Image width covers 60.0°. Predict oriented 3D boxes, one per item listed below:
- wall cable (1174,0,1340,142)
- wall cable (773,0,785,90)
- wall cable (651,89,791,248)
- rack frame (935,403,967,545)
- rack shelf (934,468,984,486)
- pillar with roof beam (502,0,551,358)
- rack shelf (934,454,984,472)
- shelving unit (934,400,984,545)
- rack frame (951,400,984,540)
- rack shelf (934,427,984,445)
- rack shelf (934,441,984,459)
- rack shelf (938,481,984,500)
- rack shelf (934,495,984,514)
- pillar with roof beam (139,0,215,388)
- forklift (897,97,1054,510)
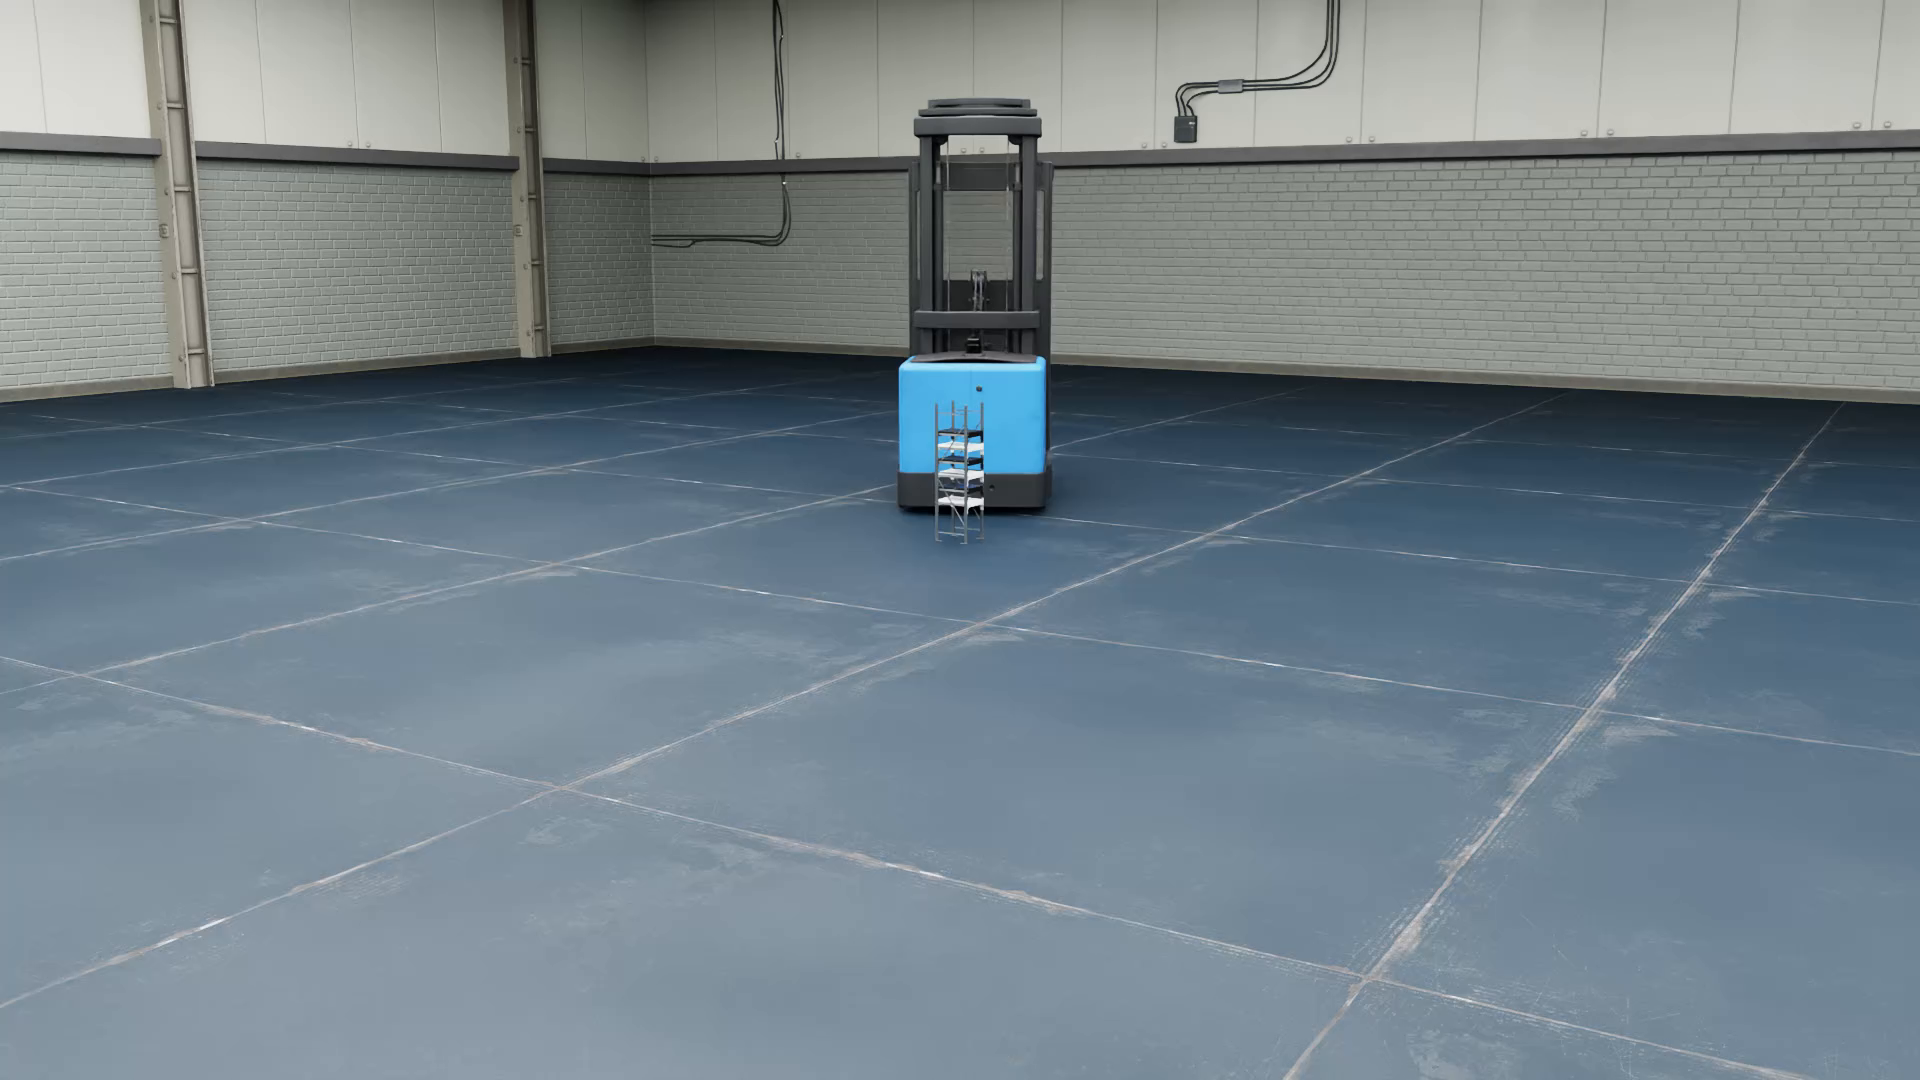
[{"bbox_3d":[4.009,-8.442,22.267,2.305,6.003,0.169,6,12,31],"label":"wall cable"},{"bbox_3d":[-1.784,-8.378,25.879,3.097,2.526,0.112,6,12,31],"label":"wall cable"},{"bbox_3d":[-4.096,-6.154,27.724,3.097,2.526,0.112,6,12,31],"label":"wall cable"},{"bbox_3d":[-0.057,-0.425,10.694,0.240,0.900,0.006,6,12,31],"label":"rack frame"},{"bbox_3d":[-0.004,-0.408,10.785,0.258,0.077,0.200,6,12,31],"label":"rack shelf"},{"bbox_3d":[-3.076,-6.932,23.441,9.100,9.000,0.400,6,12,31],"label":"pillar with roof beam"},{"bbox_3d":[-0.004,-0.497,10.769,0.258,0.077,0.200,6,12,31],"label":"rack shelf"},{"bbox_3d":[-0.004,-0.441,10.779,0.258,0.900,0.210,6,12,31],"label":"shelving unit"},{"bbox_3d":[0.049,-0.457,10.864,0.240,0.900,0.006,6,12,31],"label":"rack frame"},{"bbox_3d":[-0.004,-0.674,10.736,0.258,0.077,0.200,6,12,31],"label":"rack shelf"},{"bbox_3d":[-0.004,-0.585,10.752,0.258,0.077,0.200,6,12,31],"label":"rack shelf"},{"bbox_3d":[-0.004,-0.320,10.802,0.258,0.077,0.200,6,12,31],"label":"rack shelf"},{"bbox_3d":[-0.004,-0.231,10.818,0.258,0.077,0.200,6,12,31],"label":"rack shelf"},{"bbox_3d":[-6.192,-5.988,18.401,9.100,9.000,0.400,6,12,31],"label":"pillar with roof beam"},{"bbox_3d":[0.171,-1.881,12.949,1.130,2.935,3.031,1,11,4],"label":"forklift"}]
